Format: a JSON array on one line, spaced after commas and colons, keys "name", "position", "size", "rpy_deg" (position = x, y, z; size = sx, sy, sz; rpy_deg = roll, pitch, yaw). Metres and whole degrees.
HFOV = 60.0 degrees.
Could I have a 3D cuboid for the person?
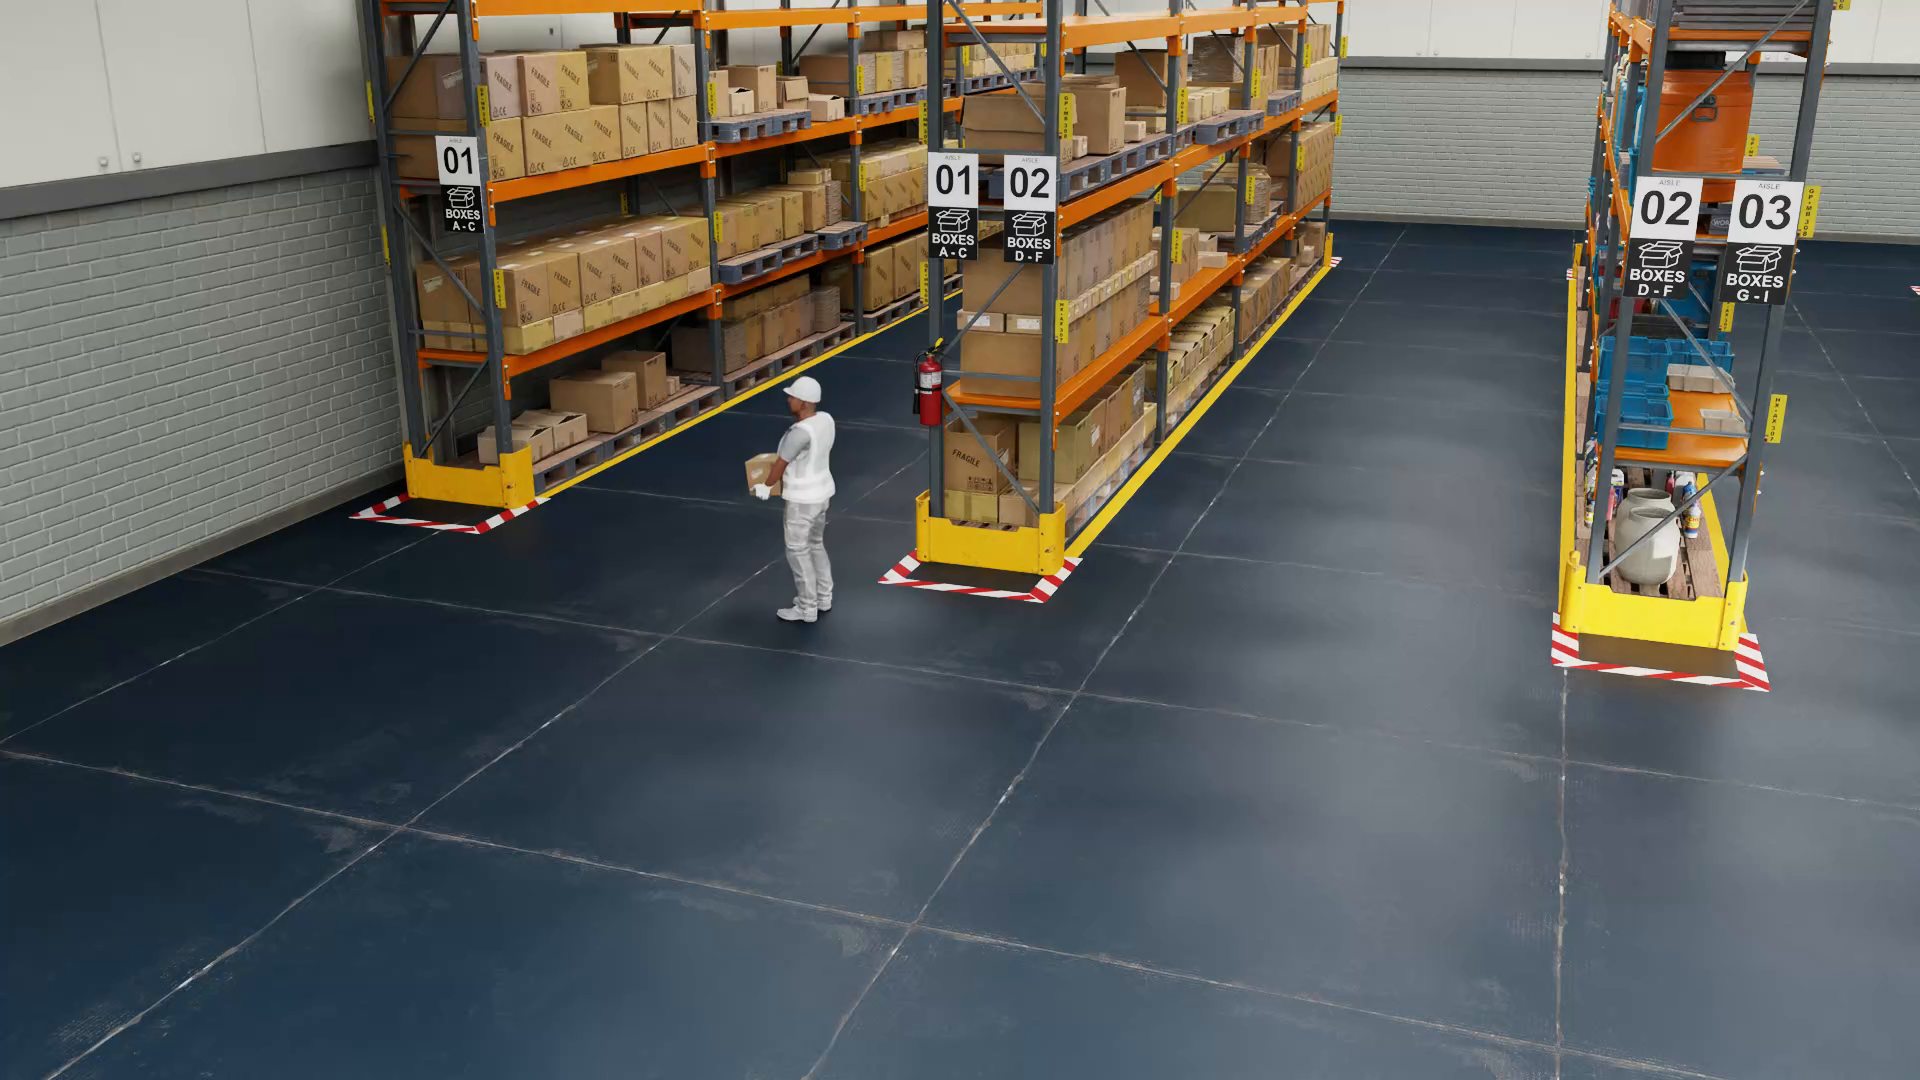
[{"name": "person", "position": [-1.200, -0.310, 11.958], "size": [0.565, 1.781, 0.489], "rpy_deg": [6, 20, 19]}]
